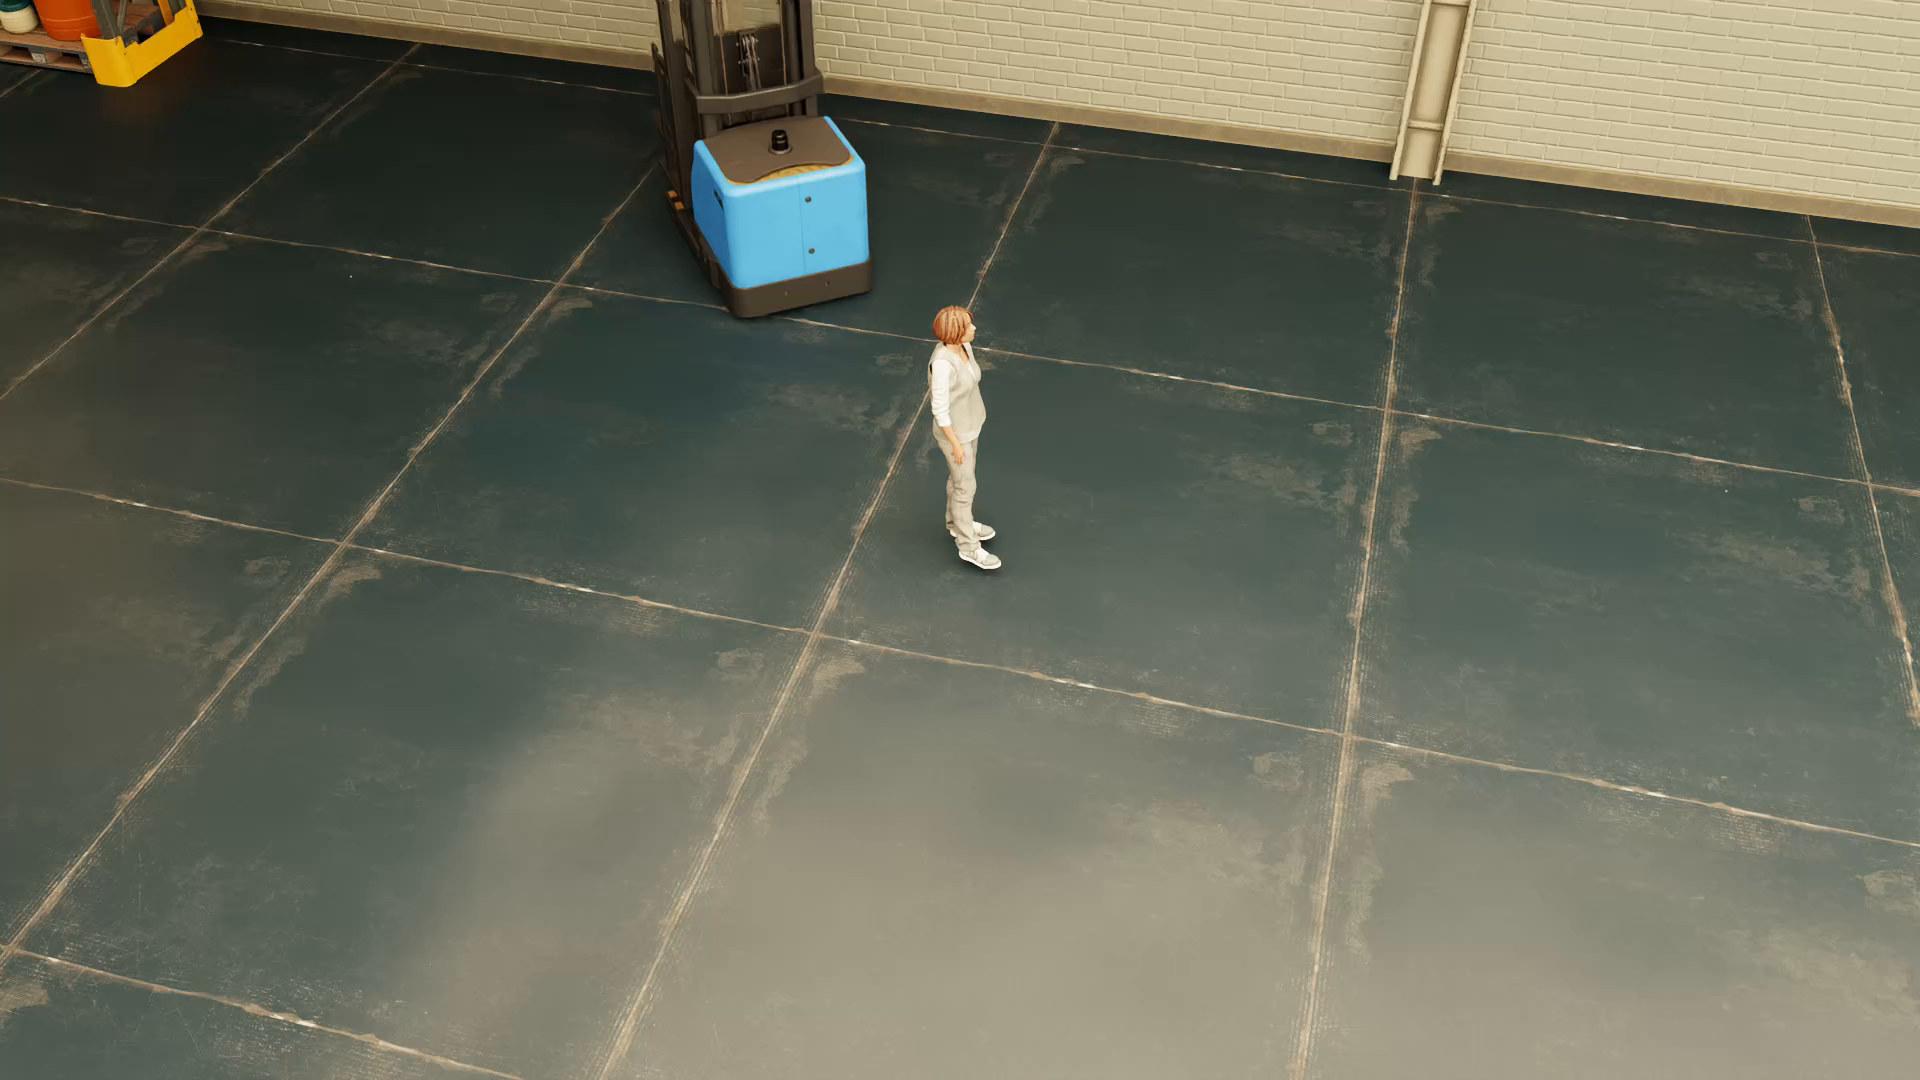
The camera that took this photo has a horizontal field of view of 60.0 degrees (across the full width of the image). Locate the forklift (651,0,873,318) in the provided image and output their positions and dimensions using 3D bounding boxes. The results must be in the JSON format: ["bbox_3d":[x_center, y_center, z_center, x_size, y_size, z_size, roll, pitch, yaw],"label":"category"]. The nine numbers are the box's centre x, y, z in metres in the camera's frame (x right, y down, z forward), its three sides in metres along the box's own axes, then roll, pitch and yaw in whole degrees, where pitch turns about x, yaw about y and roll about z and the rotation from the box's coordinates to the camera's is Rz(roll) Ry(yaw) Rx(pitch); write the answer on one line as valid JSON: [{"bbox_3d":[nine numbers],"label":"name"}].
[{"bbox_3d":[-1.671,-3.652,12.028,1.130,2.935,3.031,-15,44,-17],"label":"forklift"}]

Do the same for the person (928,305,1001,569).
[{"bbox_3d":[0.069,-0.615,9.503,0.472,1.598,0.521,10,42,11],"label":"person"}]
